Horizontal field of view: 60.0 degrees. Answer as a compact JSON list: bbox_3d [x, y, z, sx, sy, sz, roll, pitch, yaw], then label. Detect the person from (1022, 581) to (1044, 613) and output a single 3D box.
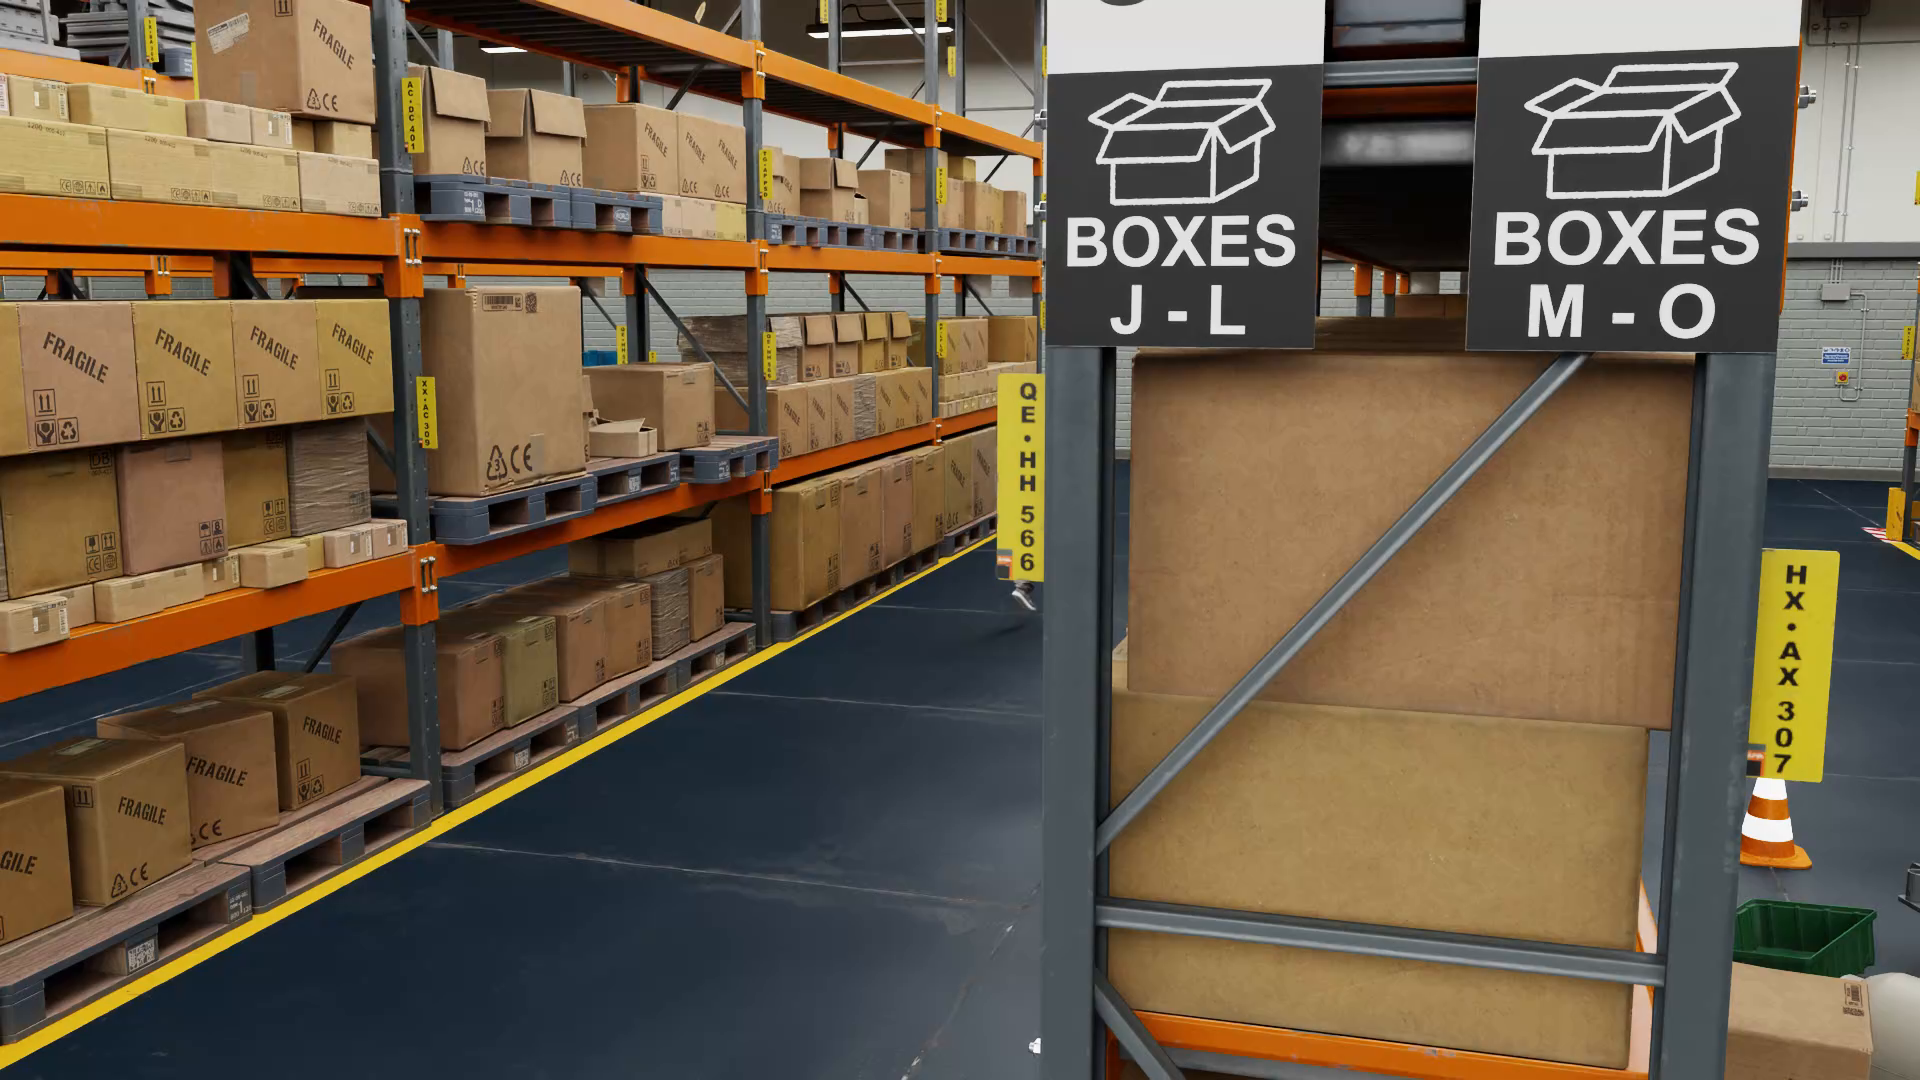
[{"bbox_3d":[0.770,-0.192,12.579,0.441,1.582,0.626,6,11,36],"label":"person"}]
